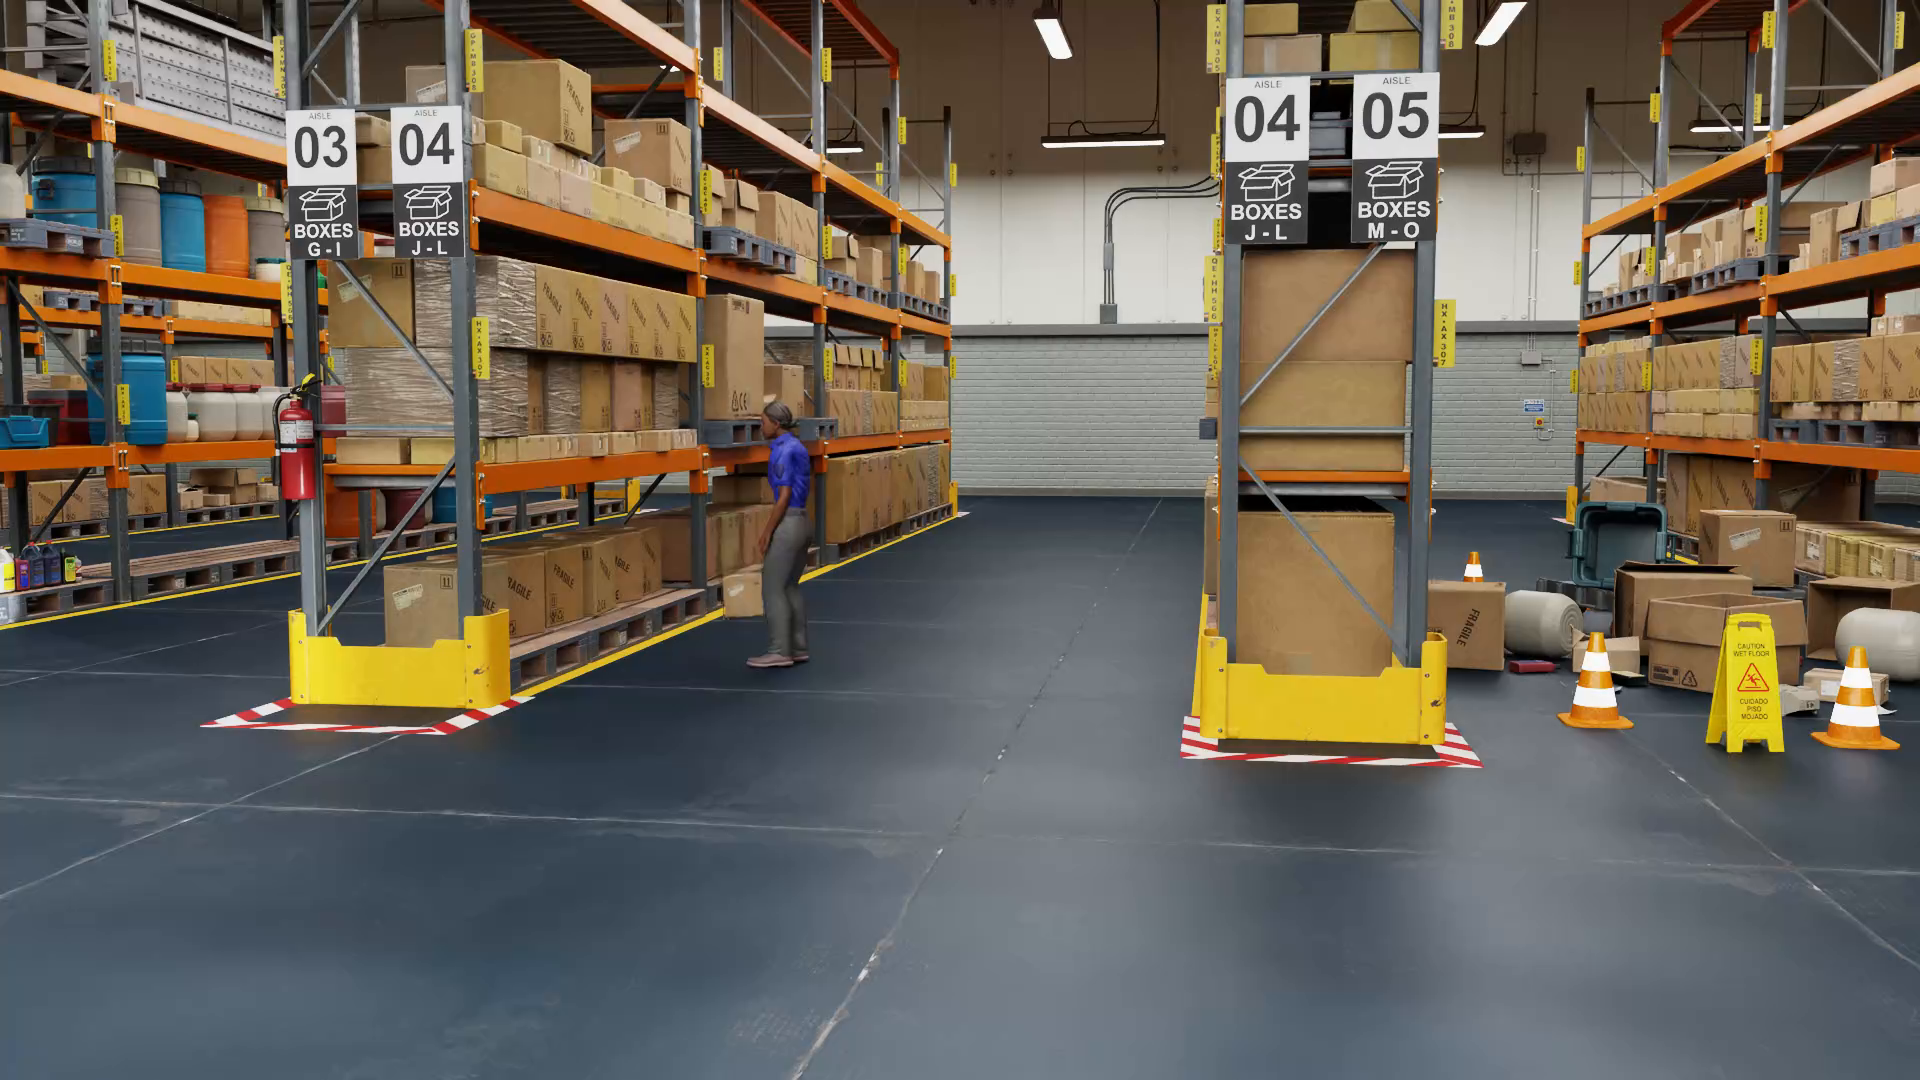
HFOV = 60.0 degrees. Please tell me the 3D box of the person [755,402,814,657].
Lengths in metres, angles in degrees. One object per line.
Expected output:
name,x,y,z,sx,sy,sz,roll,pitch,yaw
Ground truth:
person,-1.100,-0.071,10.402,0.349,1.584,0.493,0,5,6
